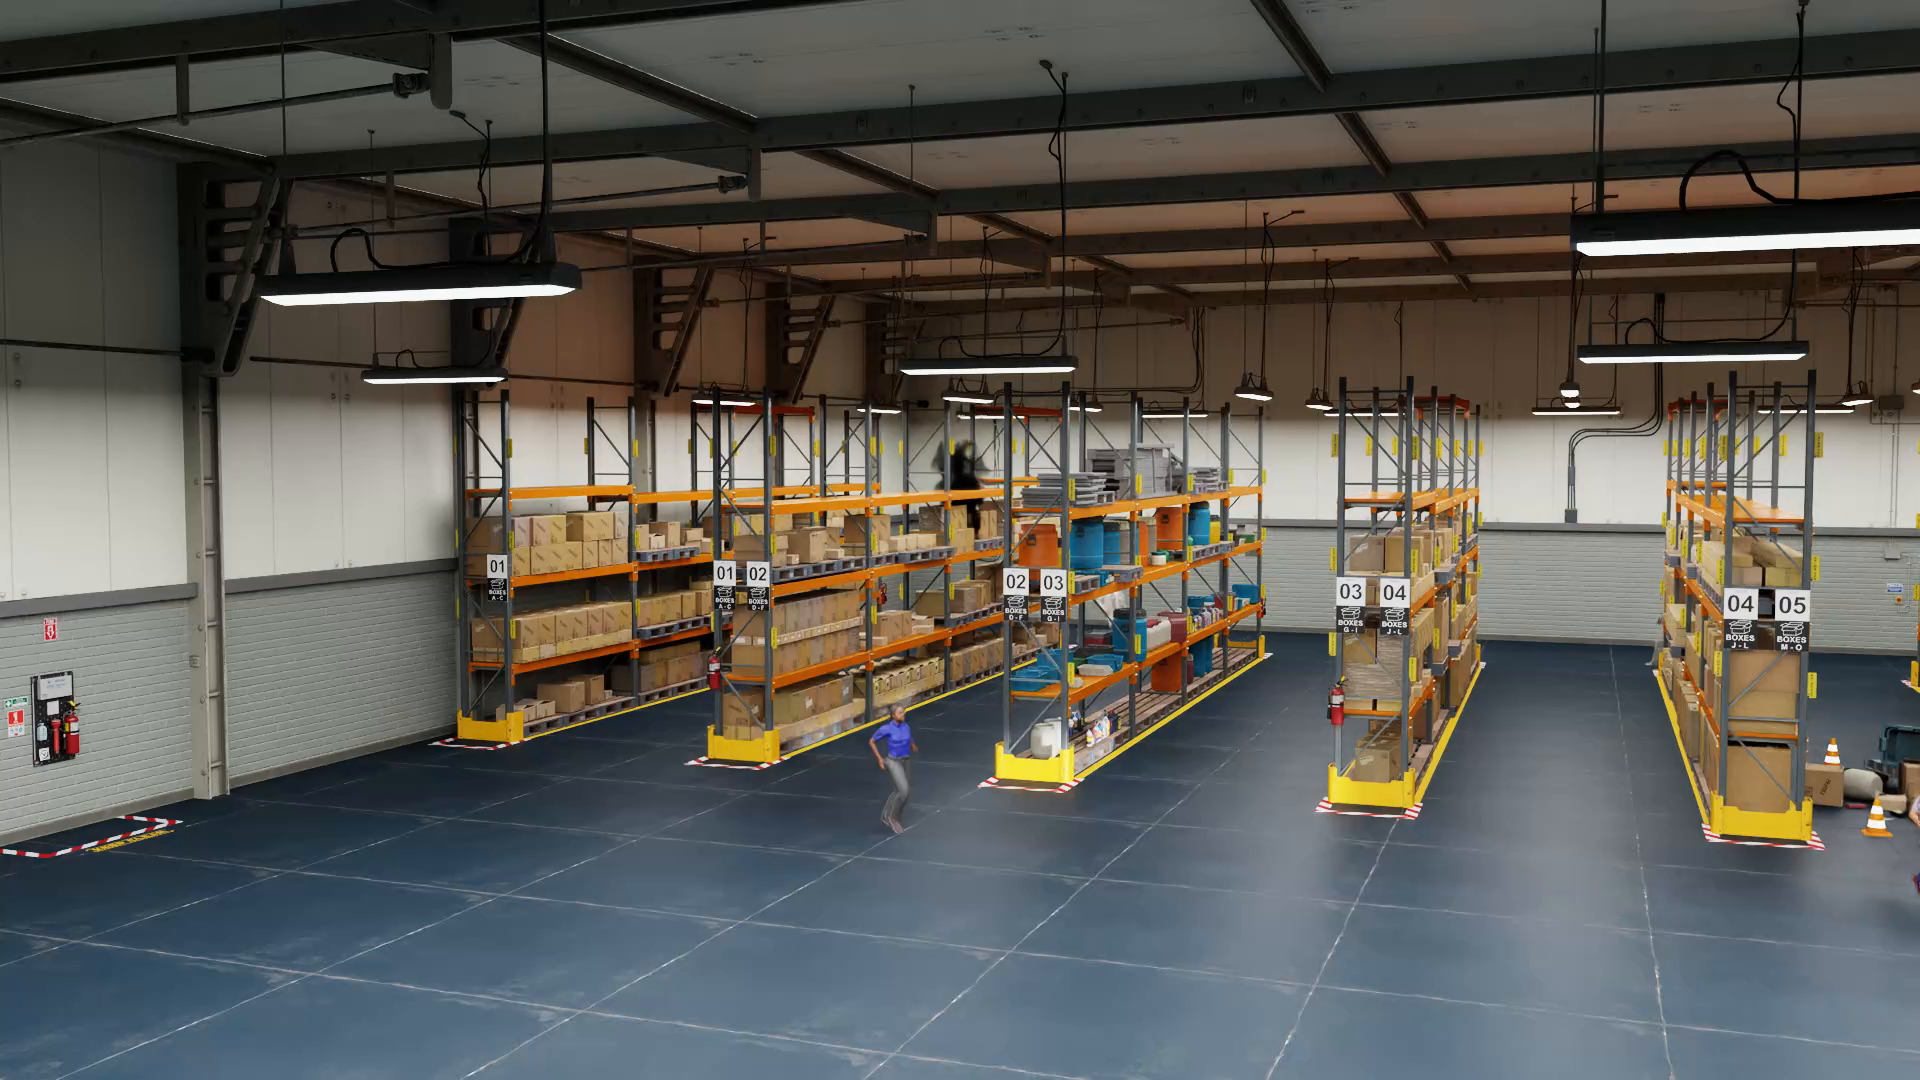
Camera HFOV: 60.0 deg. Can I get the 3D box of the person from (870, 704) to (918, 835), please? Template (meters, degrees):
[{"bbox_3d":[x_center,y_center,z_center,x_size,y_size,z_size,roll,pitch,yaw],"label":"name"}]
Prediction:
[{"bbox_3d":[-0.807,2.988,21.691,0.702,1.690,0.542,3,4,41],"label":"person"}]

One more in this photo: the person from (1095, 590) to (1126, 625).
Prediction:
[{"bbox_3d":[3.755,1.868,41.144,0.709,1.805,0.831,-1,3,-17],"label":"person"}]

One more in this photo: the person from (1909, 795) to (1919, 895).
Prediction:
[{"bbox_3d":[10.468,3.219,17.791,0.615,1.602,0.727,-1,3,-22],"label":"person"}]

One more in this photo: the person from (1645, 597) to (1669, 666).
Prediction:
[{"bbox_3d":[16.047,2.091,37.702,0.909,1.629,0.637,1,3,21],"label":"person"}]
